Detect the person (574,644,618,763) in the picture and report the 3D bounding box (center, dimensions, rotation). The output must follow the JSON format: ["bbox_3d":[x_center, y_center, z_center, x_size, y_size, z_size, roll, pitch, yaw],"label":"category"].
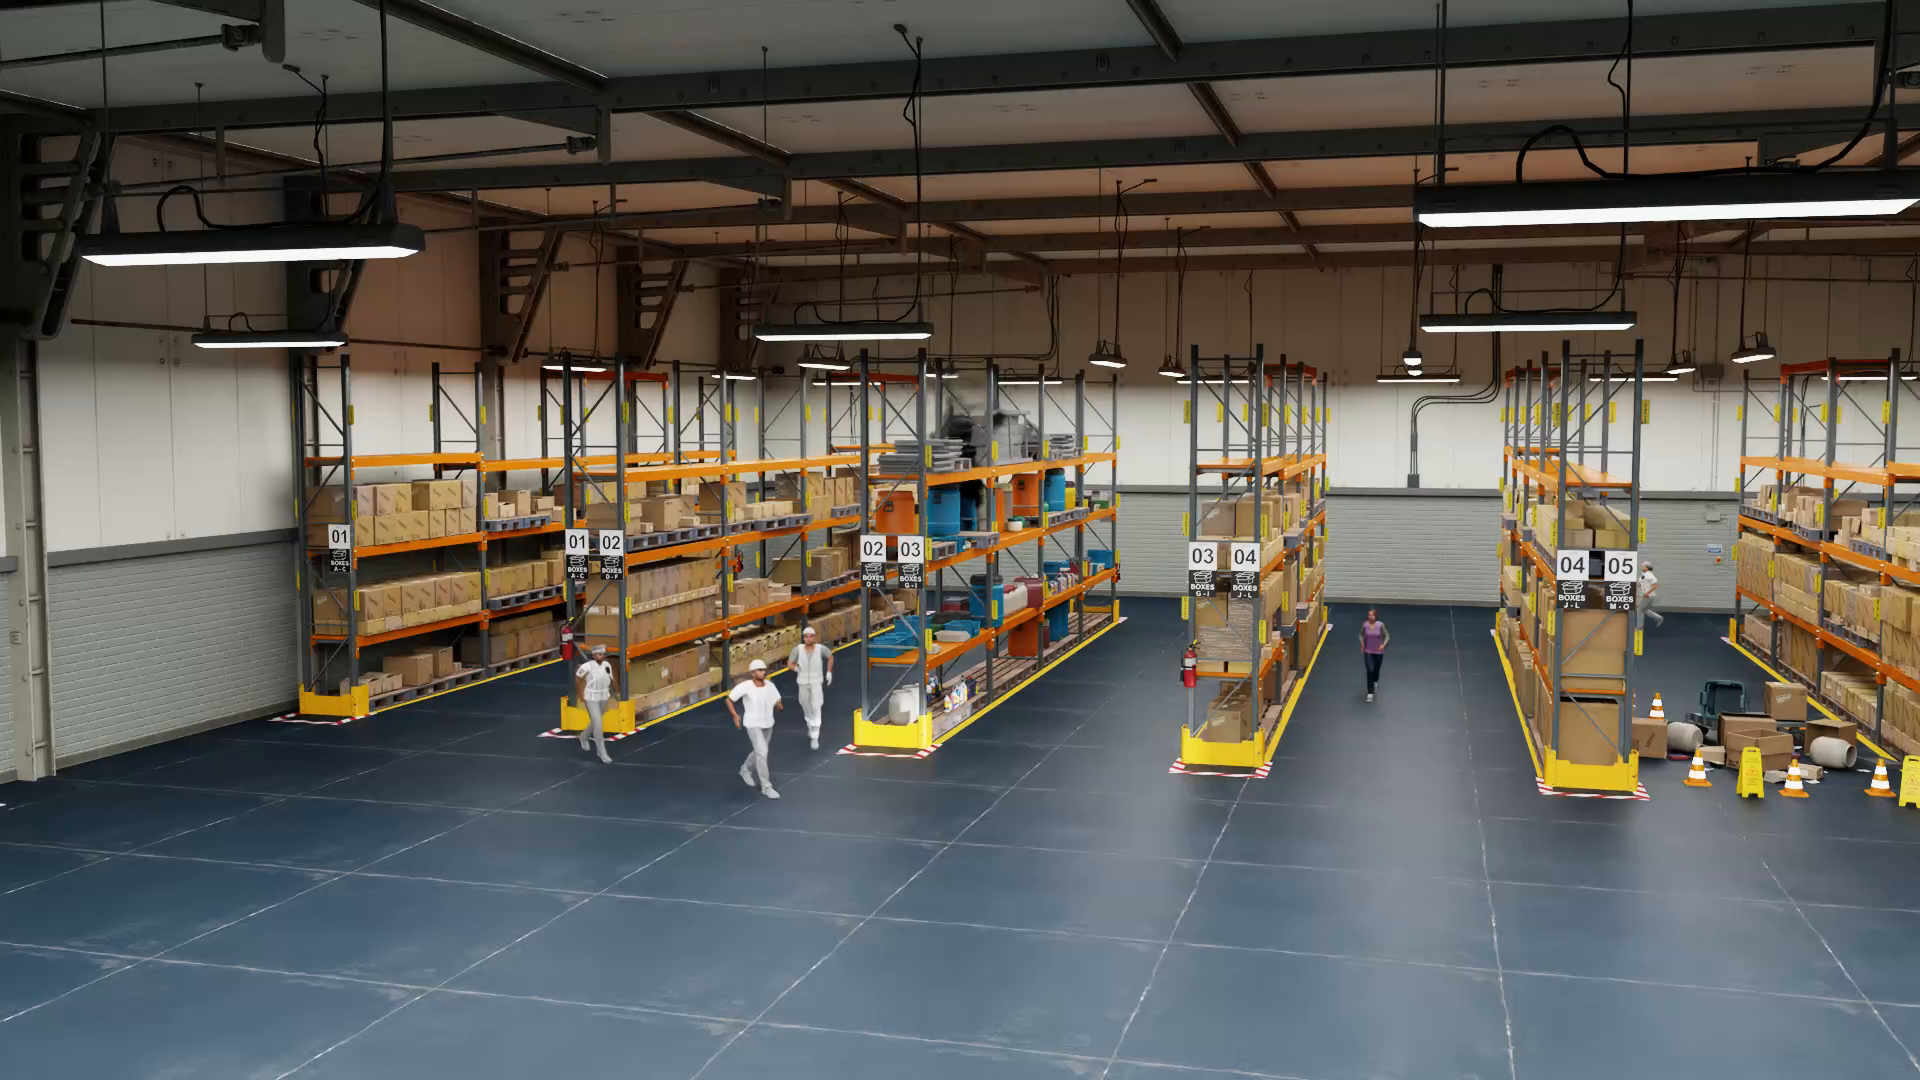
[{"bbox_3d":[-5.324,2.348,24.282,0.913,1.707,0.534,4,6,43],"label":"person"}]

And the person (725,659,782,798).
[{"bbox_3d":[-2.643,2.448,21.883,0.966,1.759,0.705,4,6,45],"label":"person"}]

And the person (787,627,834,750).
[{"bbox_3d":[-2.282,2.213,25.298,0.683,1.808,0.937,0,4,2],"label":"person"}]

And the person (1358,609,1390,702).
[{"bbox_3d":[7.313,2.008,29.392,0.538,1.604,0.752,1,4,16],"label":"person"}]

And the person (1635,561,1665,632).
[{"bbox_3d":[15.878,1.305,38.348,0.760,1.631,0.613,1,4,14],"label":"person"}]
